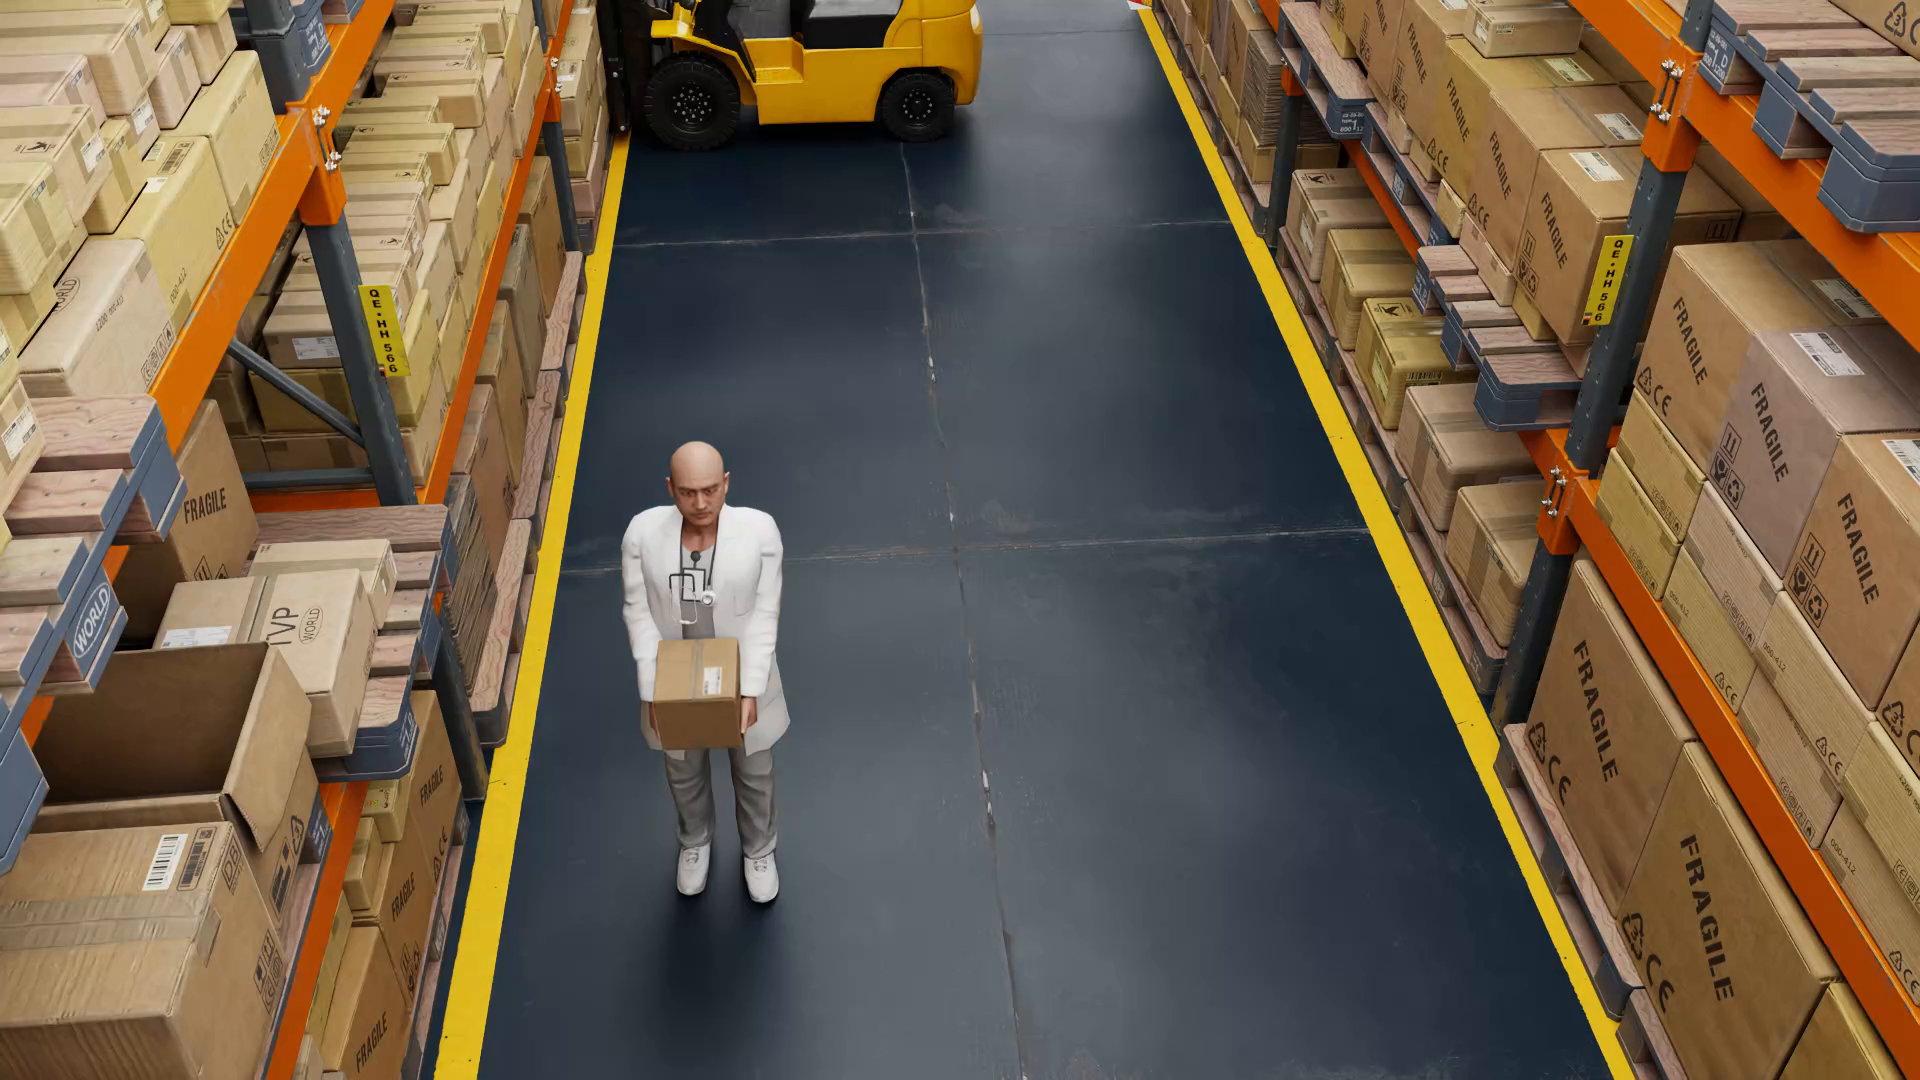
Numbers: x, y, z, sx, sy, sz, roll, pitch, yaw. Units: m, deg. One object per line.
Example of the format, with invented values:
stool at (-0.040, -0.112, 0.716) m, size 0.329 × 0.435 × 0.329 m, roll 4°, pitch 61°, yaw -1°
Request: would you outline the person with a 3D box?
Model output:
person at (-0.823, 0.519, 5.521) m, size 0.530 × 1.769 × 0.563 m, roll -2°, pitch 39°, yaw -3°
